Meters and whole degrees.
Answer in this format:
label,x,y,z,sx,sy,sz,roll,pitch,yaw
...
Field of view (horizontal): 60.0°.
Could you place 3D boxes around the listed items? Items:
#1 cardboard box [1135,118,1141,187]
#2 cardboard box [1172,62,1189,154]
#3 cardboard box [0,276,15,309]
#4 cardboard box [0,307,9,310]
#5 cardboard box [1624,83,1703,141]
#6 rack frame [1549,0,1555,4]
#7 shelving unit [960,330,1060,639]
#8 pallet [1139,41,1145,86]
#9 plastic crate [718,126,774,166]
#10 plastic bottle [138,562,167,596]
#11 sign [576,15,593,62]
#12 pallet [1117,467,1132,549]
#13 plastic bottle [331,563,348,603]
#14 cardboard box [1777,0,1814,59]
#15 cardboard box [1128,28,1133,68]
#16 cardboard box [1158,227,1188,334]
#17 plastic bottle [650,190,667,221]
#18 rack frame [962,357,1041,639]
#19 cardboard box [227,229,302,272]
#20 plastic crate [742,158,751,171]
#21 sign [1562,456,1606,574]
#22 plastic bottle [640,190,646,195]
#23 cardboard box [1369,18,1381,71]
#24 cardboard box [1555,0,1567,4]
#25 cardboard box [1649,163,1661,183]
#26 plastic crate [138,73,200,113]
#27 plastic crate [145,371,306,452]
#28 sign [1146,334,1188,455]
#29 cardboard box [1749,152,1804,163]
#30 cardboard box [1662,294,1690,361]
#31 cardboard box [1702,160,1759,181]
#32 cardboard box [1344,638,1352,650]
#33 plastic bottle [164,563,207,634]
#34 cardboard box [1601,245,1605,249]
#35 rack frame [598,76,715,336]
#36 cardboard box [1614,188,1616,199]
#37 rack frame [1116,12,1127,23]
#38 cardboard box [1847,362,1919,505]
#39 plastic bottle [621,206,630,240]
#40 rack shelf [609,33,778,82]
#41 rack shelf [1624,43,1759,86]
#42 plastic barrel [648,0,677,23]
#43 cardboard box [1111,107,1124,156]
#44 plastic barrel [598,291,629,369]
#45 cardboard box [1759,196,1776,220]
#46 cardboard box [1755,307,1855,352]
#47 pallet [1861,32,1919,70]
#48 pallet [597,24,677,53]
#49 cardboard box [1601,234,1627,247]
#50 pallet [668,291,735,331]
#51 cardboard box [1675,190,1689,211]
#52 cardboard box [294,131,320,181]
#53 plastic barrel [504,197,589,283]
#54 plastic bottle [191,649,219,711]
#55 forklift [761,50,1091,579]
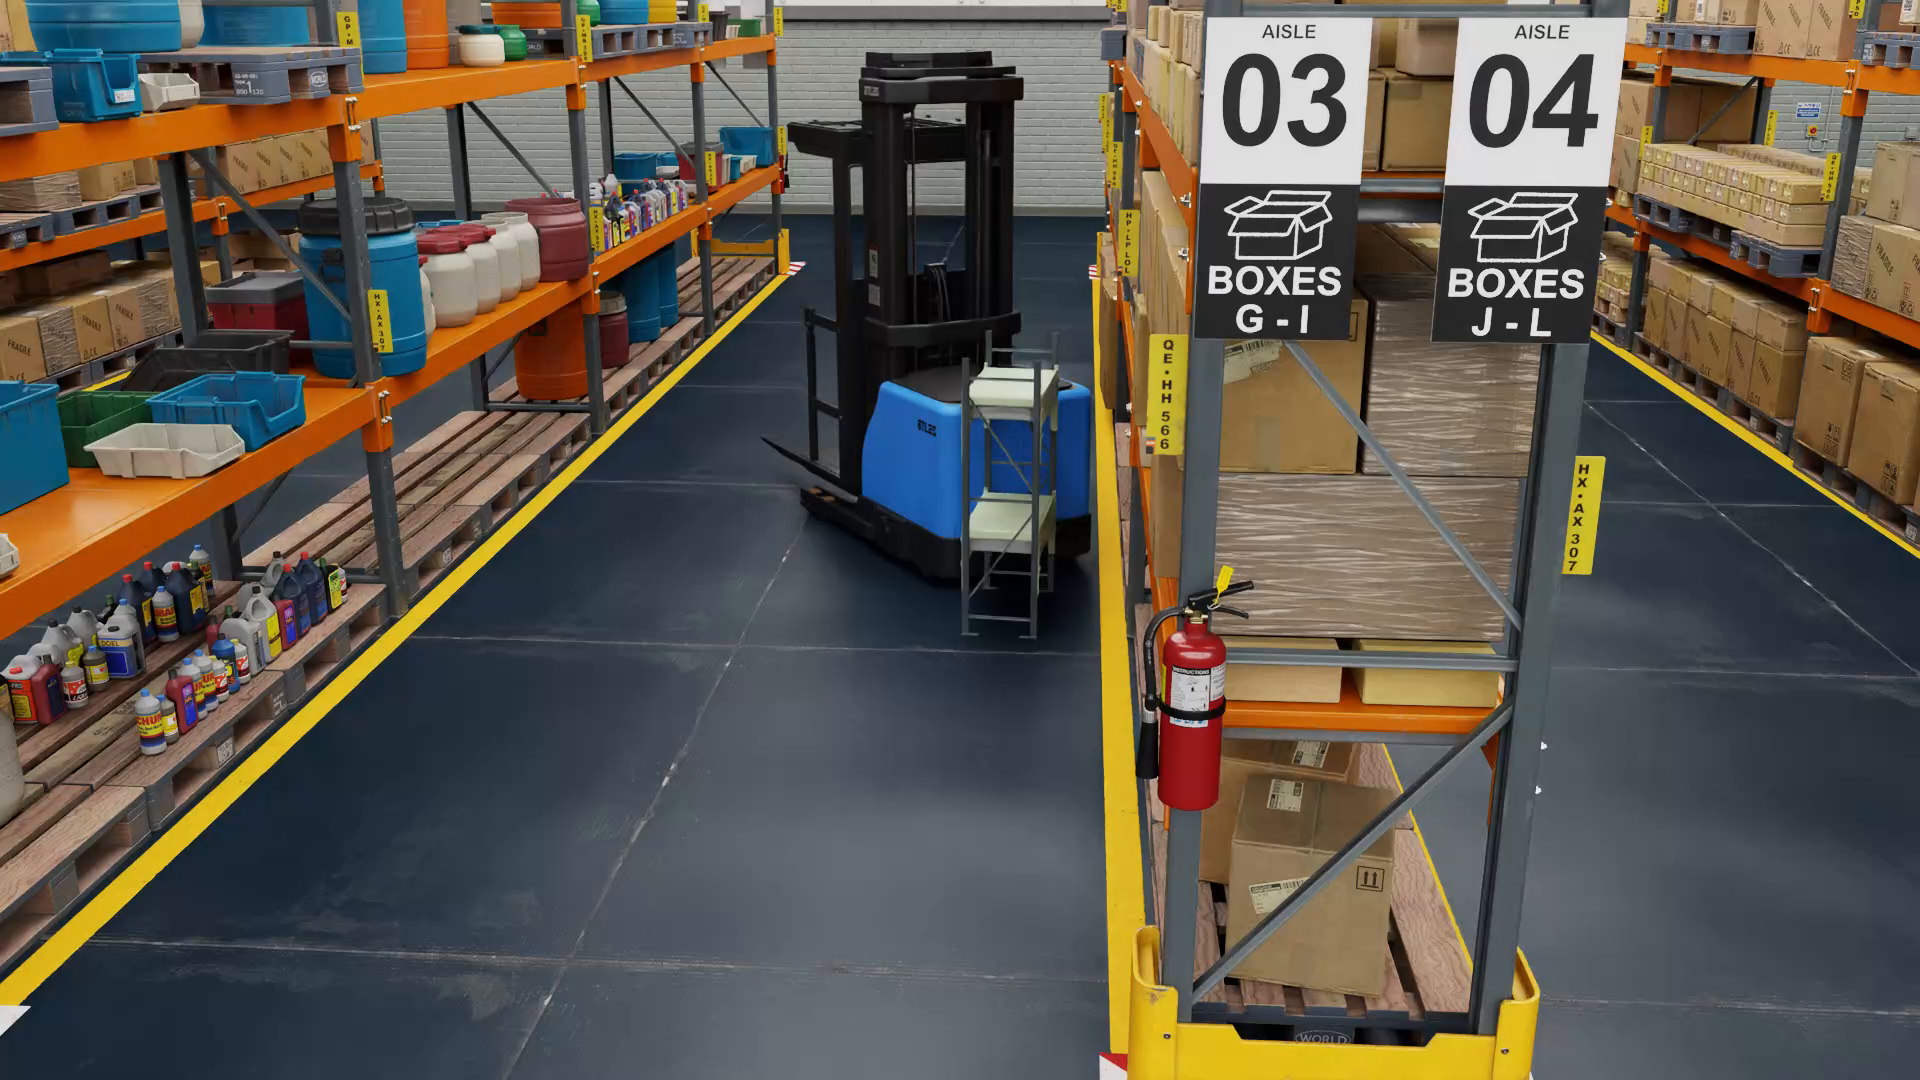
label,x,y,z,sx,sy,sz,roll,pitch,yaw
cardboard box,1.792,-3.103,13.303,0.797,0.503,0.637,2,18,5
cardboard box,0.914,-1.330,5.087,0.500,0.250,0.500,1,18,4
cardboard box,-8.374,-2.063,14.004,0.500,0.250,0.500,2,18,6
cardboard box,-8.374,-1.689,14.067,0.500,0.500,0.500,2,18,6
cardboard box,6.665,-4.066,15.770,0.500,0.500,0.500,1,18,2
rack frame,7.187,-7.343,18.380,1.000,3.000,0.127,1,18,4
shelving unit,0.274,-0.312,8.967,0.431,1.500,0.755,3,18,10
pallet,1.538,-2.433,8.514,1.213,0.211,1.003,1,18,4
plastic crate,-2.531,-4.682,19.741,0.616,0.435,0.499,1,18,4
plastic bottle,-4.025,0.273,8.319,0.144,0.351,0.185,2,18,5
sign,-2.717,-3.626,12.021,0.100,0.325,0.005,1,18,4
pallet,1.526,-0.204,10.706,1.003,0.211,1.213,1,18,4
plastic bottle,-3.268,0.223,8.714,0.097,0.201,0.097,0,18,0
cardboard box,6.424,-3.819,12.283,0.500,0.500,0.500,1,18,4
cardboard box,1.349,-3.204,10.807,0.500,0.250,0.500,2,18,5
cardboard box,0.962,-0.816,5.851,0.500,0.500,0.500,1,18,4
plastic bottle,-2.748,-3.044,15.094,0.152,0.276,0.135,1,18,4
rack frame,0.211,-0.200,8.625,0.400,1.500,0.023,3,18,10
cardboard box,-7.790,-3.220,18.737,0.797,0.503,0.637,1,18,4
plastic crate,-2.606,-4.301,19.058,0.396,0.136,0.243,1,18,4
sign,1.642,-0.064,4.411,0.100,0.325,0.005,1,18,4
plastic bottle,-2.873,-3.038,15.085,0.097,0.271,0.097,0,18,0
cardboard box,0.945,-1.380,4.600,0.380,0.149,0.250,1,18,2
cardboard box,6.896,-5.950,18.385,0.500,0.250,0.500,2,18,5
cardboard box,6.397,-3.279,14.863,0.380,0.149,0.250,1,18,3
plastic crate,-3.265,-1.810,6.737,0.243,0.136,0.396,1,18,4
plastic crate,-3.362,-0.597,7.667,0.499,0.251,0.616,1,18,4
sign,0.548,-0.384,4.410,0.100,0.325,0.005,1,18,4
cardboard box,7.009,-3.238,14.262,0.380,0.149,0.250,1,18,4
cardboard box,6.547,-1.873,14.663,0.500,0.500,0.500,2,18,6
cardboard box,6.306,-3.015,13.581,0.380,0.149,0.250,2,18,6
cardboard box,1.396,0.294,5.111,0.380,0.149,0.250,1,18,4
plastic bottle,-3.881,0.277,8.309,0.144,0.351,0.185,1,18,4
cardboard box,6.801,-3.136,18.124,0.380,0.149,0.250,2,18,6
rack frame,-2.980,-3.502,16.294,1.000,3.000,0.127,1,18,4
cardboard box,6.763,-3.467,16.589,0.380,0.149,0.250,1,18,2
rack frame,1.961,-6.243,15.023,1.000,3.000,0.127,1,18,4
cardboard box,6.421,-0.679,10.617,1.050,0.750,0.750,2,18,5
plastic bottle,-2.811,-2.648,13.895,0.097,0.271,0.097,0,18,0
rack shelf,-2.836,-5.207,17.835,1.077,0.370,4.000,1,18,4
rack shelf,7.044,-4.954,17.064,1.077,0.370,4.000,1,18,4
plastic barrel,-2.843,-4.929,14.854,0.600,0.588,0.600,0,18,0
cardboard box,1.727,-3.967,16.271,0.500,0.500,0.500,2,18,5
plastic barrel,-3.167,-1.817,14.348,0.600,0.588,0.708,1,18,4
cardboard box,6.213,-2.475,12.412,0.380,0.149,0.250,2,18,6
cardboard box,6.401,-1.594,12.605,0.500,0.250,0.500,1,18,3
pallet,6.621,-3.142,10.680,1.213,0.211,1.003,2,18,6
pallet,-3.017,-4.240,14.032,1.003,0.211,1.213,1,18,4
cardboard box,7.327,-3.373,18.847,0.380,0.149,0.250,2,18,5
pallet,-2.966,-2.406,17.428,1.003,0.211,1.213,1,18,4
cardboard box,6.341,-2.897,14.176,0.380,0.149,0.250,0,18,1
cardboard box,-7.505,-4.286,18.526,0.500,0.500,0.500,1,18,3
plastic barrel,-2.997,-2.174,12.021,0.600,0.536,0.708,1,18,4
plastic bottle,-3.367,0.618,7.394,0.097,0.271,0.097,0,18,0
forklift,-0.391,-1.580,10.537,1.130,2.935,3.031,-10,21,-29
